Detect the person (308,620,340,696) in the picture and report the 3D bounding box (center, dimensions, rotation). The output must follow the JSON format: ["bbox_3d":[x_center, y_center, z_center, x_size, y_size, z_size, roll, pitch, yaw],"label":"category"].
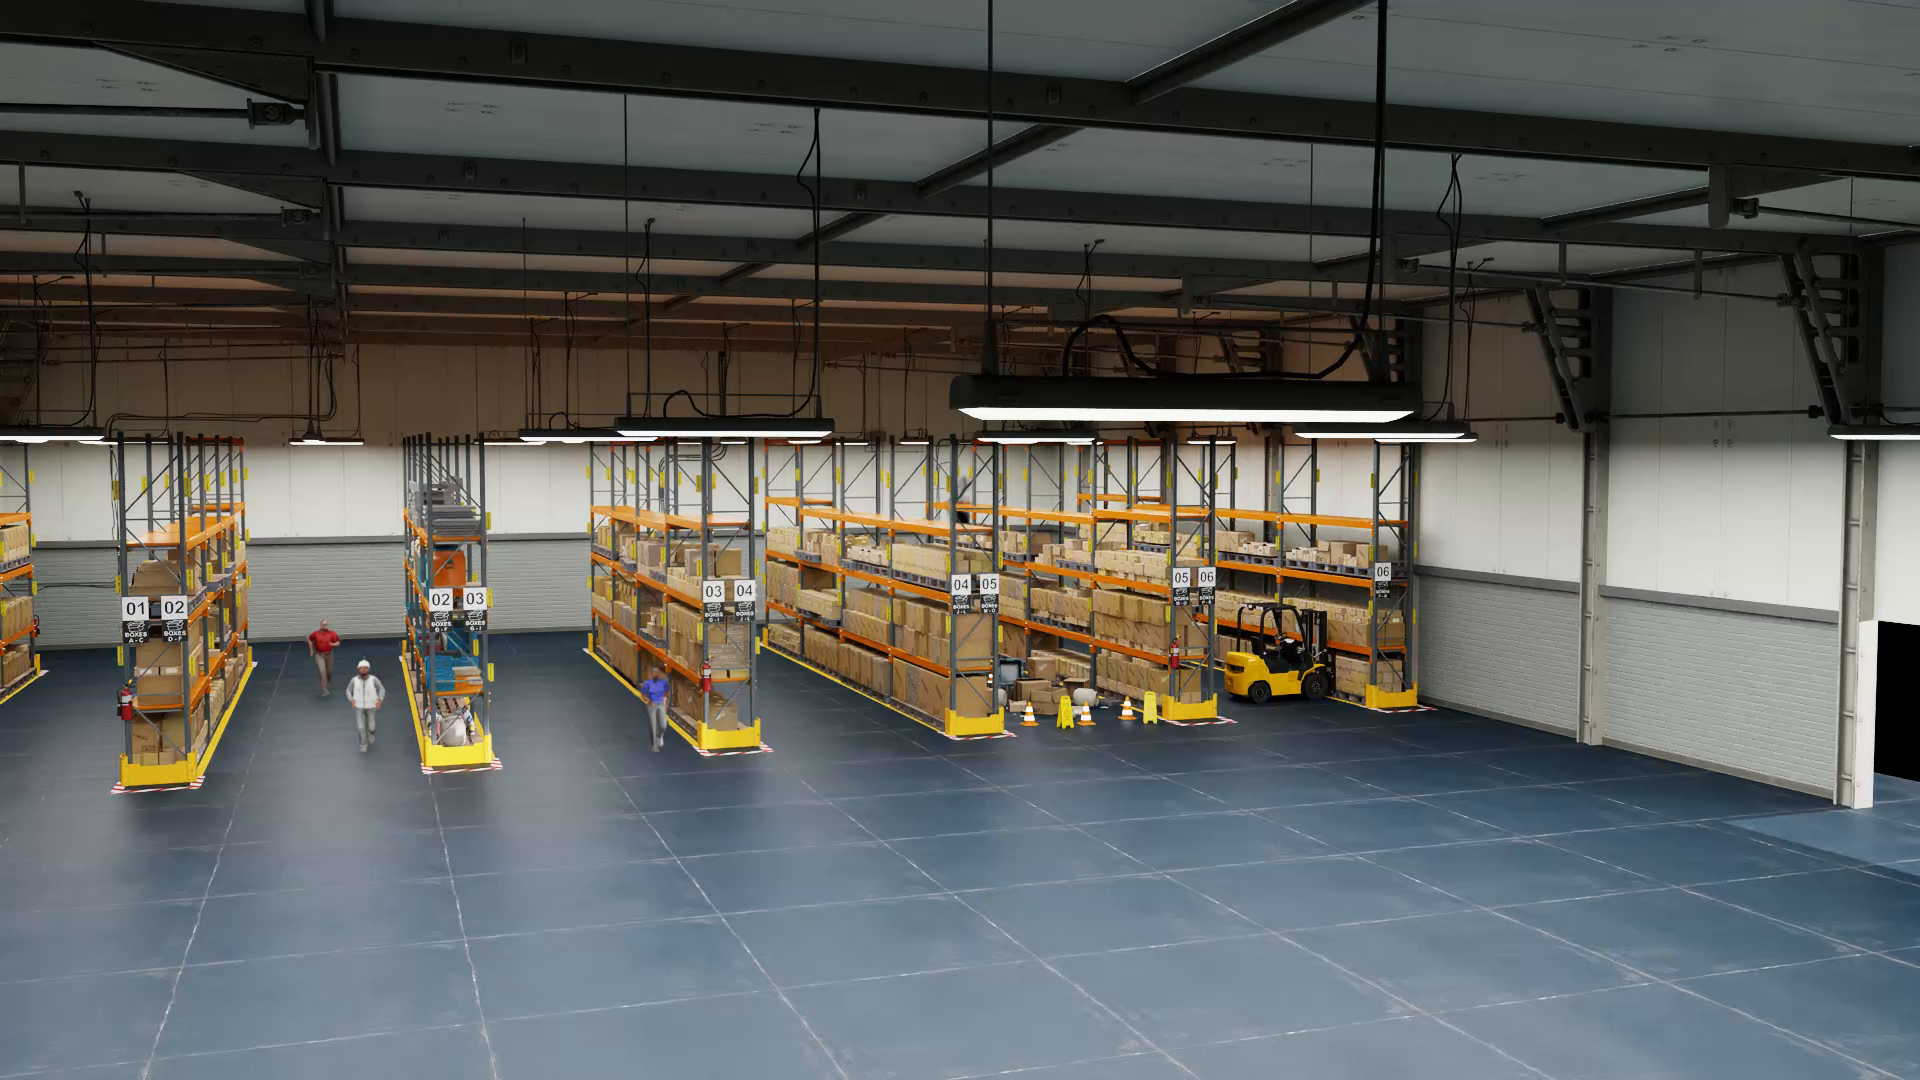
[{"bbox_3d":[-14.698,2.706,38.467,0.651,1.713,0.918,-2,4,-29],"label":"person"}]

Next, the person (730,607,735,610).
[{"bbox_3d":[-6.426,2.318,46.482,0.561,1.630,0.587,-1,3,-10],"label":"person"}]

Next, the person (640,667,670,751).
[{"bbox_3d":[-5.717,3.189,31.340,0.595,1.617,0.584,-1,3,-22],"label":"person"}]

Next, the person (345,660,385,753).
[{"bbox_3d":[-11.202,3.122,31.313,0.705,1.729,0.614,-1,3,-18],"label":"person"}]
